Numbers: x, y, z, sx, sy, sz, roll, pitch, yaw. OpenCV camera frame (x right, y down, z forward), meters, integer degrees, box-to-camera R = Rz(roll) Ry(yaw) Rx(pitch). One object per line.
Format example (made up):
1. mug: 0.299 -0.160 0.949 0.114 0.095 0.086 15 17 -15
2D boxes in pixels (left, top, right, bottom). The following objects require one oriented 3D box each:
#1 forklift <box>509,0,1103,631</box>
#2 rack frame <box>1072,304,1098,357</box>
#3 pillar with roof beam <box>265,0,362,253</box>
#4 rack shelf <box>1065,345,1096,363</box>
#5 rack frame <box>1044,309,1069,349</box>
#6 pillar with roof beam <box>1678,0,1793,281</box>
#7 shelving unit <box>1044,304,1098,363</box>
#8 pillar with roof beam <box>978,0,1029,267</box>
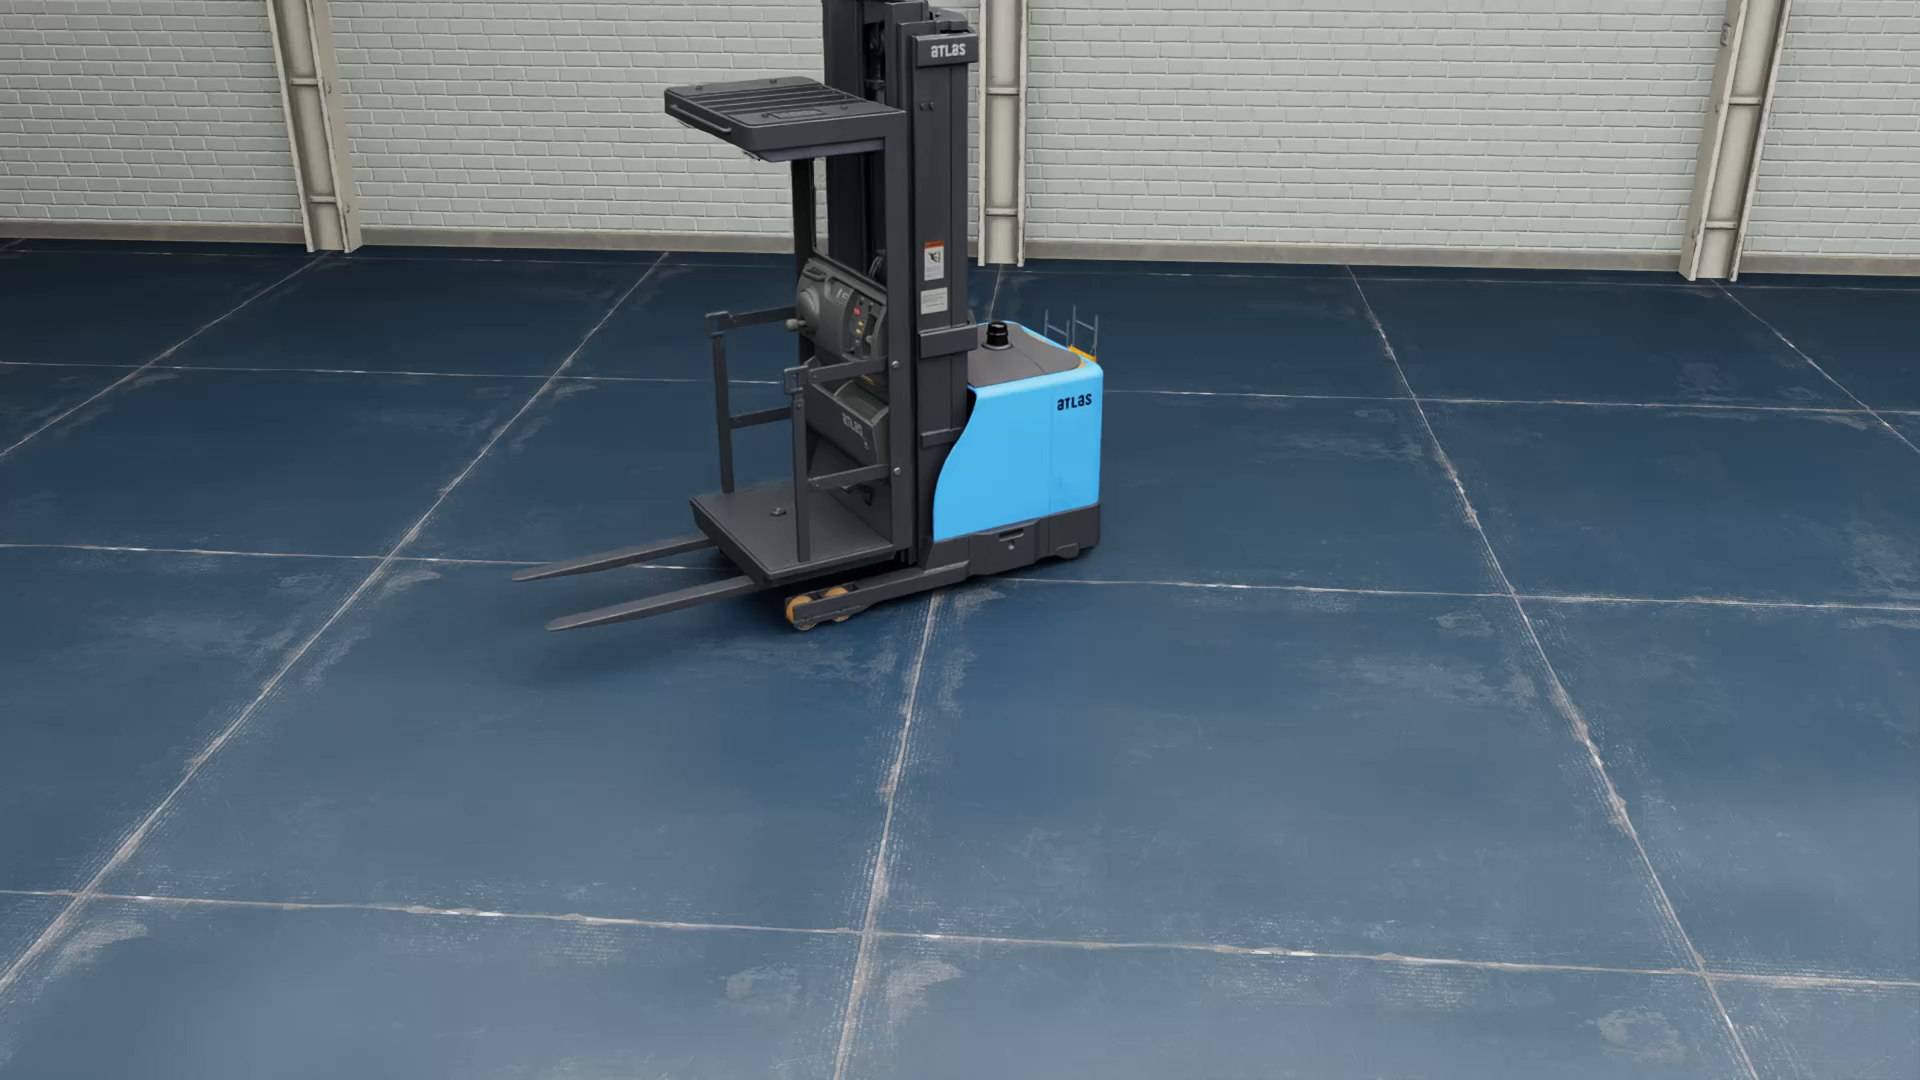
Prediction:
1. forklift: -0.776 -1.136 8.212 3.031 2.935 1.130 -13 28 -26
2. rack frame: 0.687 -0.717 9.373 0.006 1.200 0.240 -13 28 -26
3. pillar with roof beam: -5.948 -4.924 9.186 0.400 9.000 9.100 2 25 4
4. rack shelf: 0.608 -0.985 9.201 0.180 0.103 0.258 -13 28 -26
5. rack frame: 0.528 -0.680 9.292 0.006 1.200 0.240 -13 28 -26
6. pillar with roof beam: 6.017 -4.540 8.351 0.400 9.000 9.100 2 25 4
7. shelving unit: 0.608 -0.698 9.332 0.189 1.200 0.258 -13 28 -26
8. pillar with roof beam: 0.034 -4.732 8.768 0.400 9.000 9.100 2 25 4
